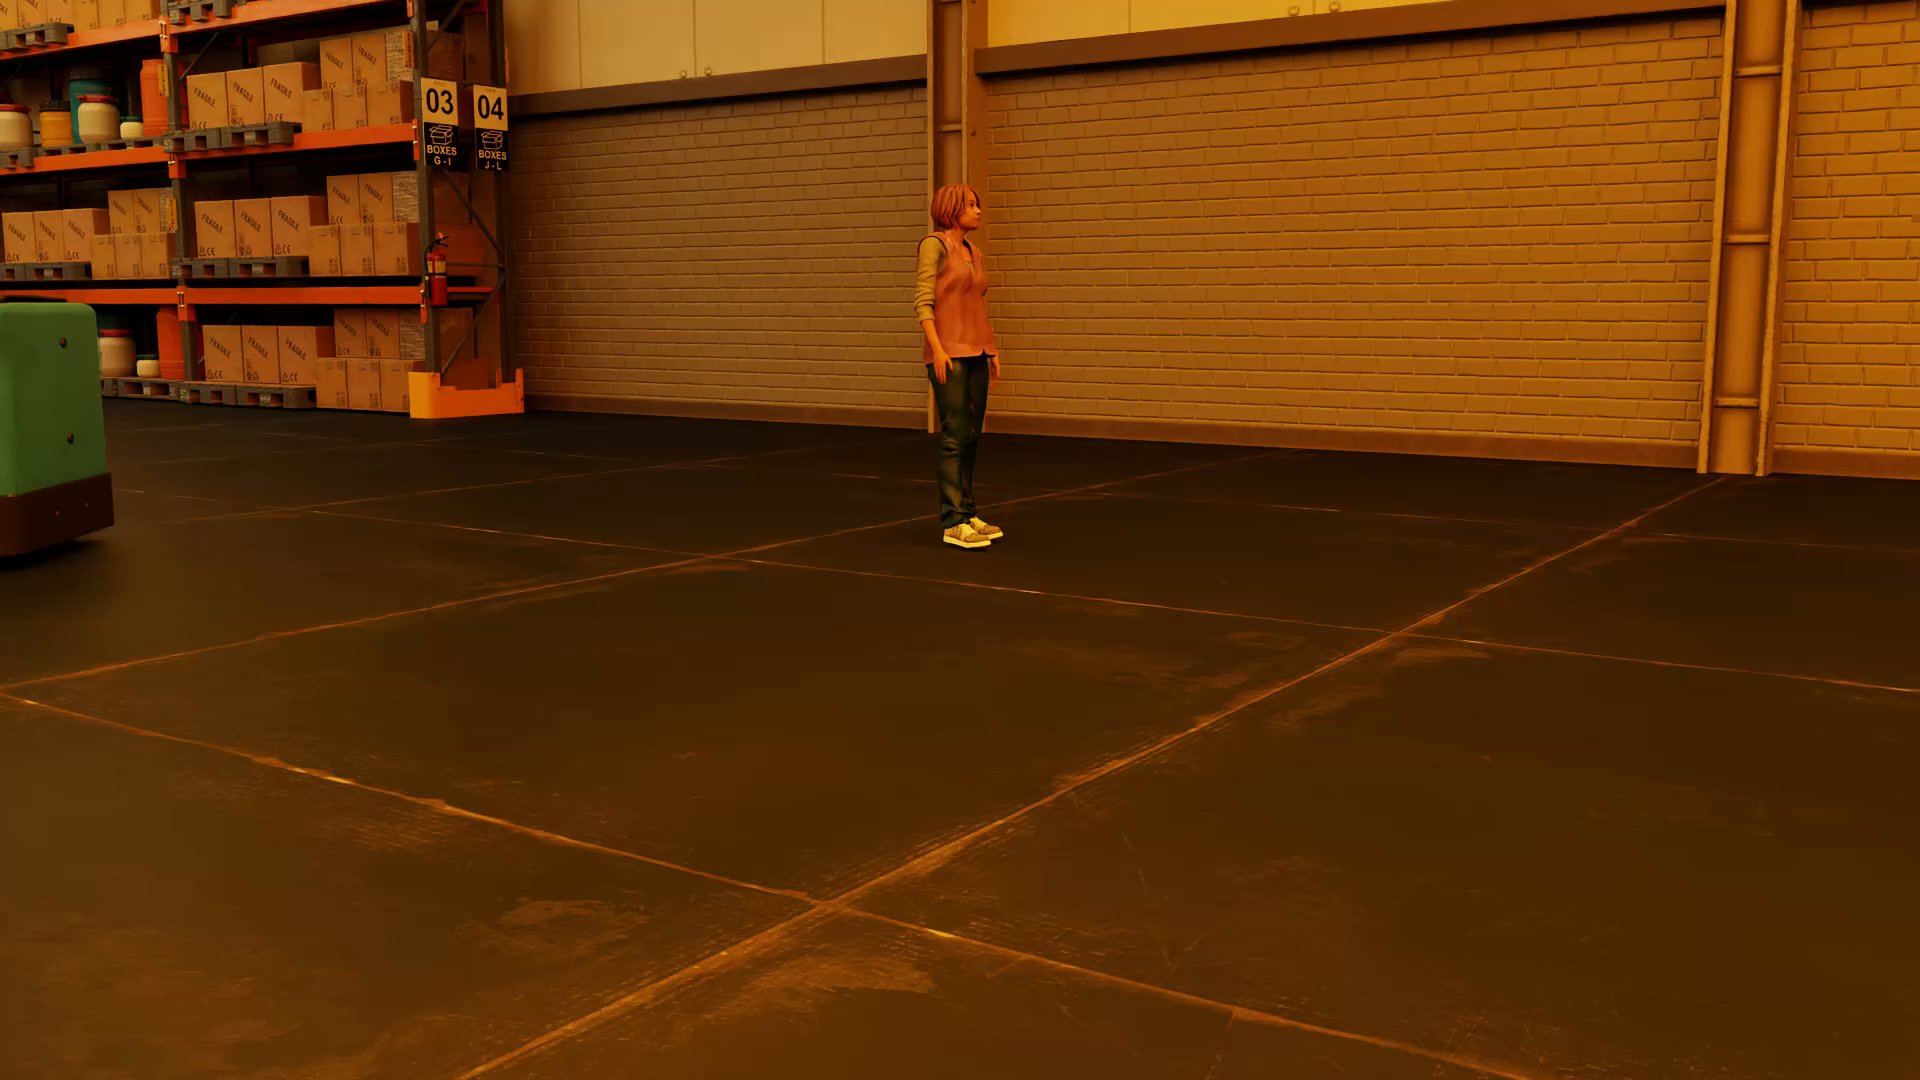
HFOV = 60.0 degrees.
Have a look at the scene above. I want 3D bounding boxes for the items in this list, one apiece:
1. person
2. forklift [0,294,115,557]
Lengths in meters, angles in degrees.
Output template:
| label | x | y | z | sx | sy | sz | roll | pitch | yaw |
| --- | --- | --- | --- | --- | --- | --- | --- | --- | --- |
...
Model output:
| label | x | y | z | sx | sy | sz | roll | pitch | yaw |
| --- | --- | --- | --- | --- | --- | --- | --- | --- | --- |
| person | 0.053 | -0.791 | 7.438 | 0.476 | 1.597 | 0.520 | 5 | 10 | 34 |
| forklift | -5.309 | -1.364 | 6.786 | 3.031 | 2.935 | 1.130 | -1 | 8 | -6 |
